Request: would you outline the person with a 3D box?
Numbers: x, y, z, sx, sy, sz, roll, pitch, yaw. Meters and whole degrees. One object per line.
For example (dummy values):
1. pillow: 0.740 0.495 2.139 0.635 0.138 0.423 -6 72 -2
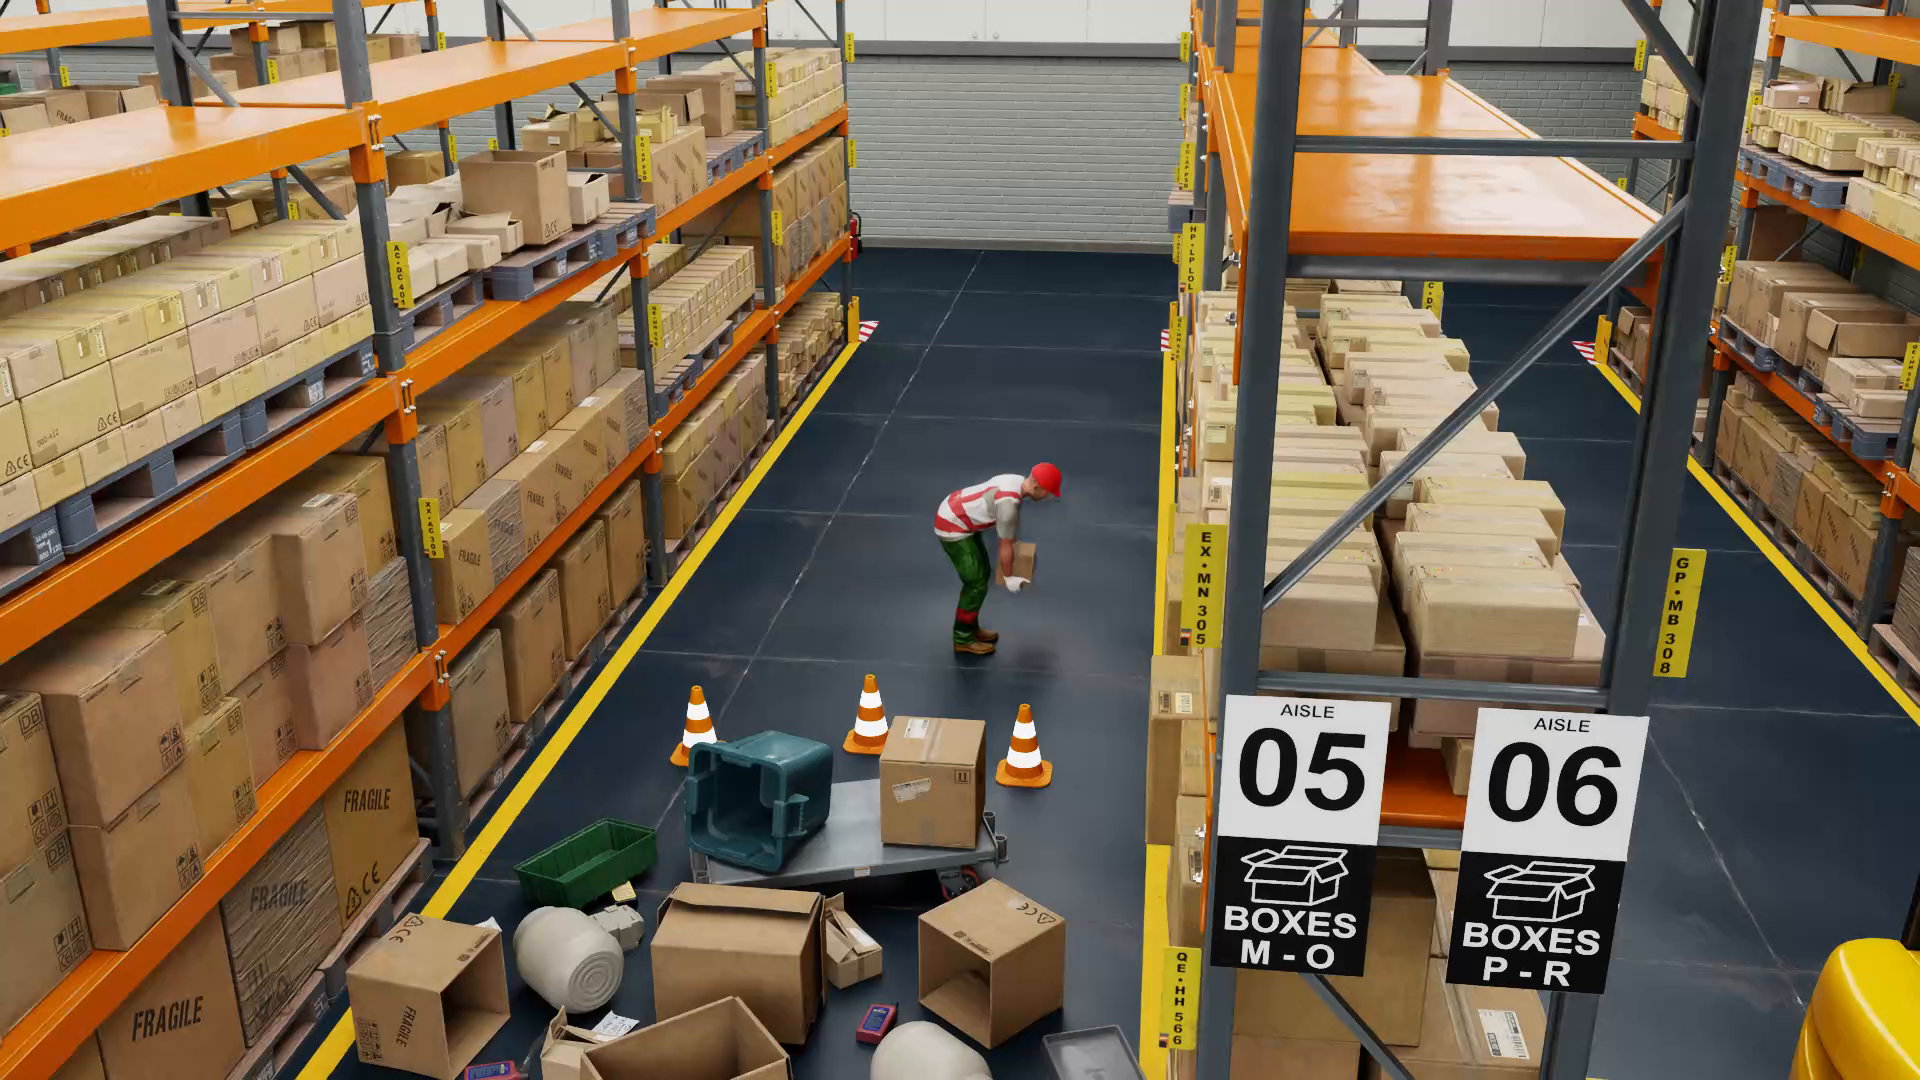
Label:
1. person: 0.261 0.108 11.737 0.887 1.401 0.472 2 21 5
